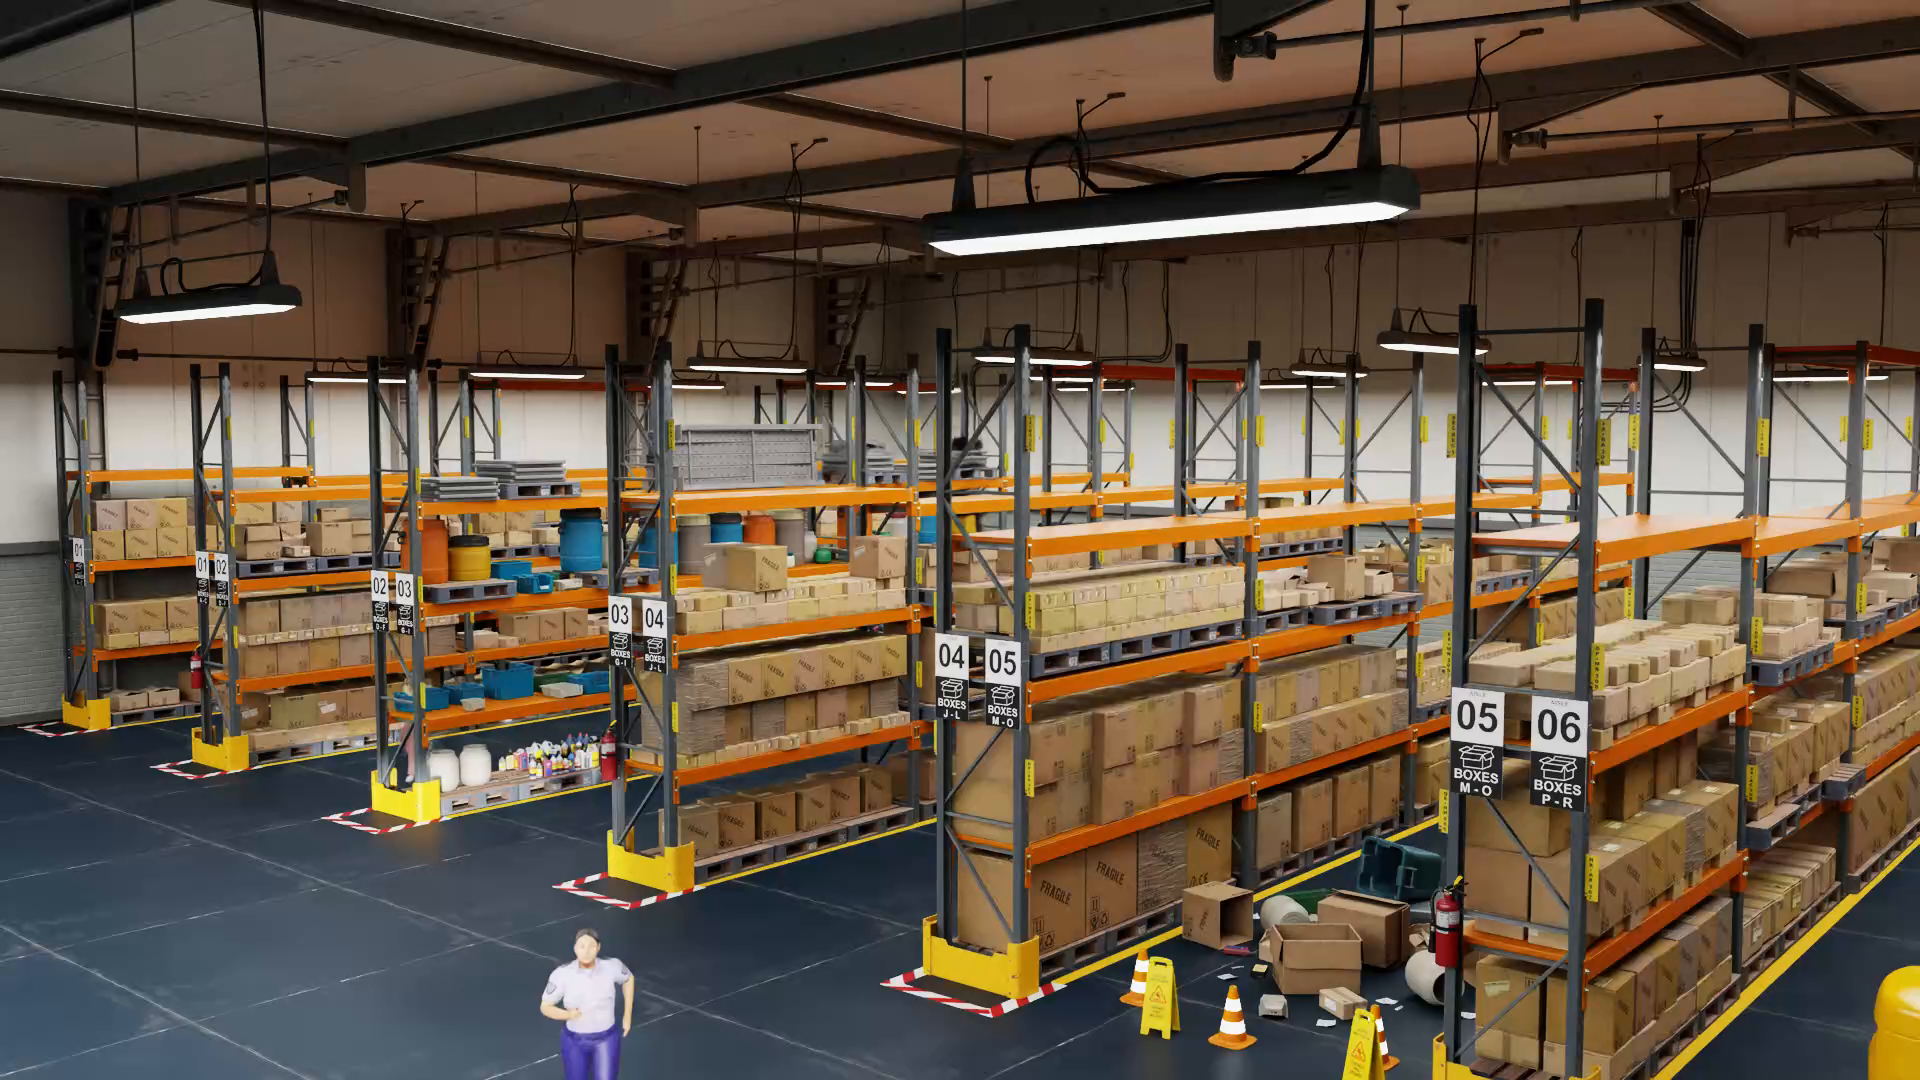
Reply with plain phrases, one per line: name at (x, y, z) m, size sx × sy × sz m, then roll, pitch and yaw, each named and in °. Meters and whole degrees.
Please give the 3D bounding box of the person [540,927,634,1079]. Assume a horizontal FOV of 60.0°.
person at (-2.571, 3.505, 11.508) m, size 0.631 × 1.699 × 0.809 m, roll -1°, pitch 4°, yaw -11°

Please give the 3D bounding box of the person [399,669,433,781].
person at (-7.834, 2.650, 23.924) m, size 0.618 × 1.621 × 0.647 m, roll 2°, pitch 5°, yaw 25°

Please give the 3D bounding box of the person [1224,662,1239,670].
person at (3.841, 2.595, 23.332) m, size 0.608 × 1.813 × 0.909 m, roll 3°, pitch 5°, yaw 36°
